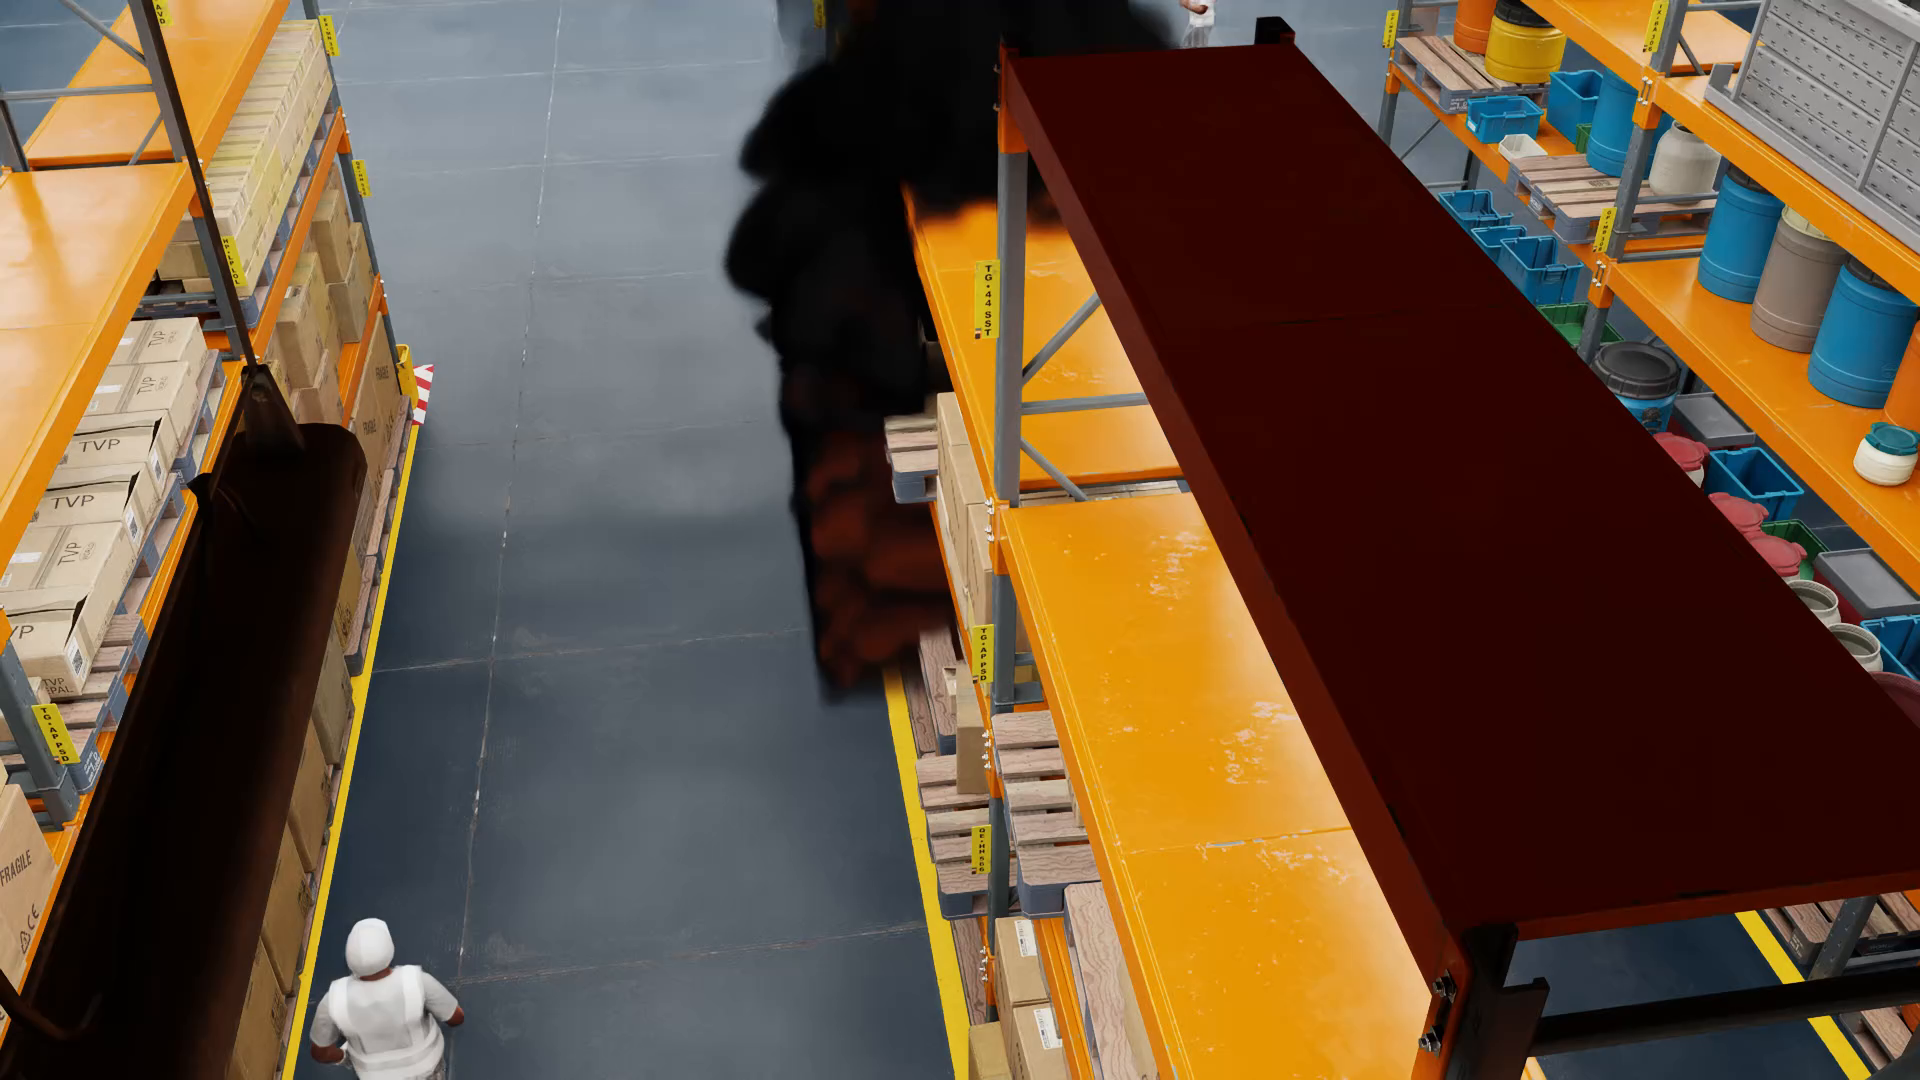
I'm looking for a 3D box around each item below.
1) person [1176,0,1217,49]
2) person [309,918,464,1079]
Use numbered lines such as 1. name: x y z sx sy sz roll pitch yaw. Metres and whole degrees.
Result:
1. person: 3.024 -6.459 20.744 0.963 1.747 0.710 6 37 8
2. person: -2.718 2.479 8.117 0.683 1.767 0.551 -6 37 -8
